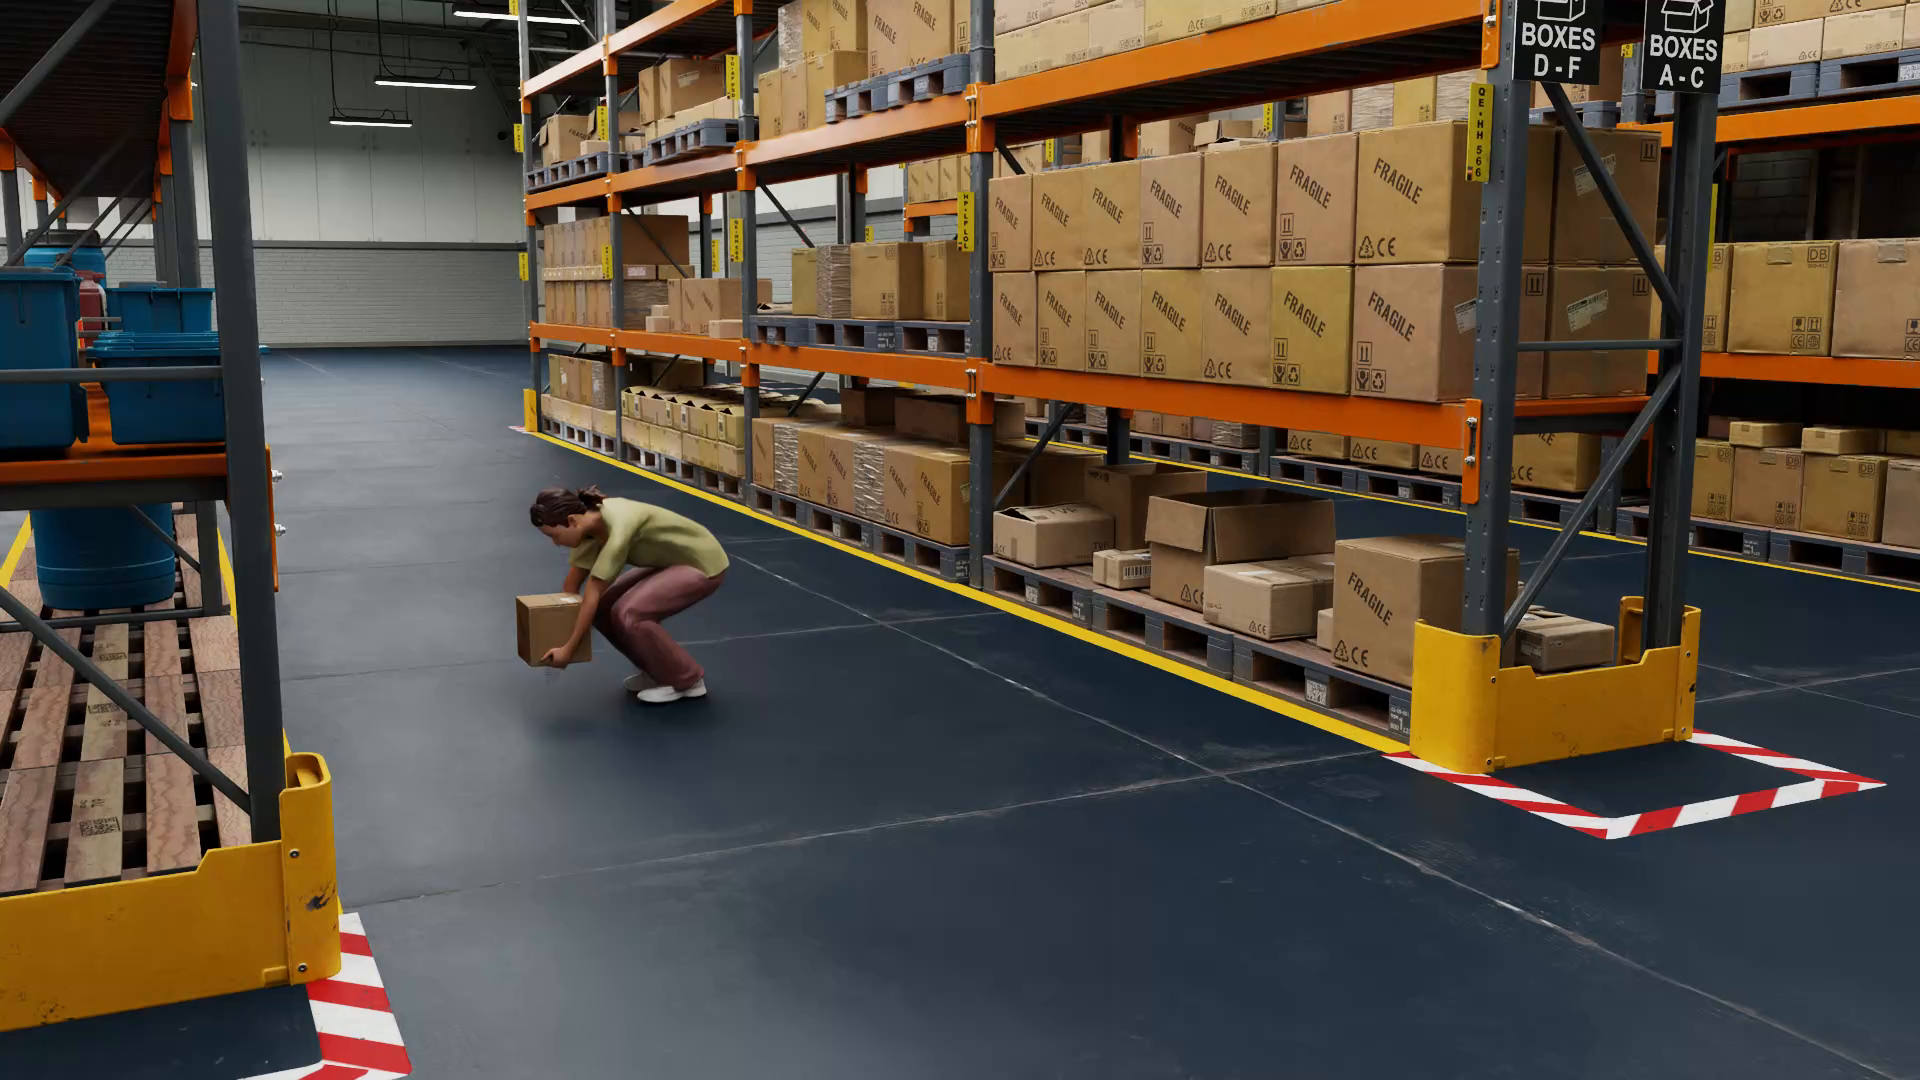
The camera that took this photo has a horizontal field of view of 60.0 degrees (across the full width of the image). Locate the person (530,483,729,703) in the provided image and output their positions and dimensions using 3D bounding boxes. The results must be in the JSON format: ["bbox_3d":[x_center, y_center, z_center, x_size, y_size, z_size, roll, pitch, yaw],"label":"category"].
[{"bbox_3d":[-1.379,0.225,6.968,0.831,0.901,0.464,-5,10,-27],"label":"person"}]
